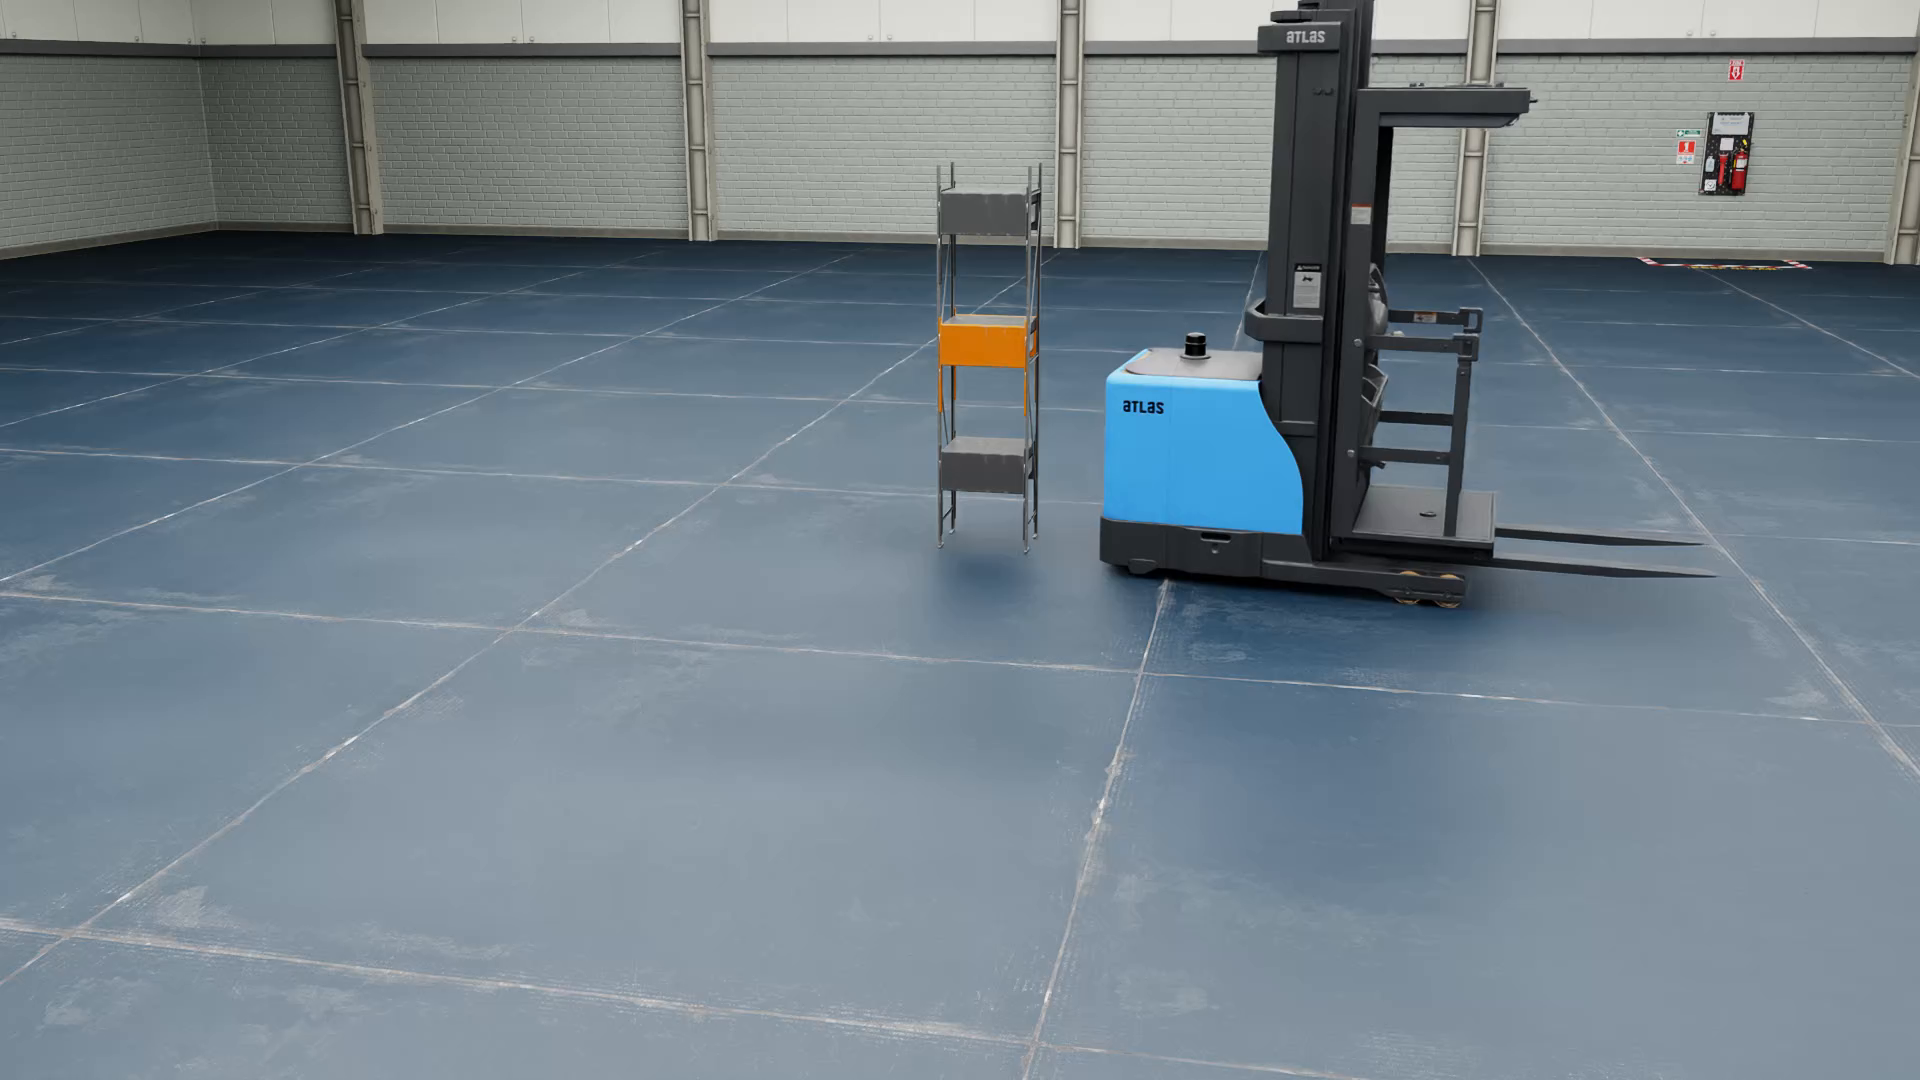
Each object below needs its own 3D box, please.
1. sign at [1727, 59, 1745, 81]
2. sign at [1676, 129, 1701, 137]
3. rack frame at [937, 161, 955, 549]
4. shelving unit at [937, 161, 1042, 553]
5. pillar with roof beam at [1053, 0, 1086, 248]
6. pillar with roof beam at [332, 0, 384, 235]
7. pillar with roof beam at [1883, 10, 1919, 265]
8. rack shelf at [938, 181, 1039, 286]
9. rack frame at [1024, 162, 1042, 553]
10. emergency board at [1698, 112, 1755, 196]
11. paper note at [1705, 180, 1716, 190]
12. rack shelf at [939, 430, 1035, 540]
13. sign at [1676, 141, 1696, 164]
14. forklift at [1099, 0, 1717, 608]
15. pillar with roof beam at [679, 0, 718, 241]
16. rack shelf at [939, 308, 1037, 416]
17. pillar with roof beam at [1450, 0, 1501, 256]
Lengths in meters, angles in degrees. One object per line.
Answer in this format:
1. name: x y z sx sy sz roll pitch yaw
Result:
1. sign: 11.041 -6.682 23.652 0.199 0.298 0.001 3 16 11
2. sign: 10.510 -5.865 23.985 0.331 0.109 0.001 3 16 11
3. rack frame: -0.077 -1.016 9.227 0.015 2.100 0.400 3 16 11
4. shelving unit: 0.162 -1.003 9.180 0.503 2.100 0.431 3 16 11
5. pillar with roof beam: 0.826 -7.800 20.793 0.400 9.000 9.100 3 16 11
6. pillar with roof beam: -10.933 -8.438 23.098 0.400 9.000 9.100 3 16 11
7. pillar with roof beam: 12.585 -7.162 18.489 0.400 9.000 9.100 3 16 11
8. rack shelf: 0.162 -1.665 8.997 0.480 0.518 0.431 3 16 11
9. rack frame: 0.401 -0.990 9.133 0.015 2.100 0.400 3 16 11
10. emergency board: 11.029 -5.538 23.866 0.643 1.169 0.194 3 16 11
11. paper note: 10.869 -5.141 24.083 0.142 0.148 0.016 3 16 11
12. rack shelf: 0.162 -0.315 9.370 0.480 0.518 0.431 3 16 11
13. sign: 10.508 -5.612 24.065 0.234 0.329 0.001 3 16 11
14. forklift: 2.318 -1.233 8.451 3.031 2.935 1.130 5 16 17
15. pillar with roof beam: -5.054 -8.119 21.946 0.400 9.000 9.100 3 16 11
16. rack shelf: 0.162 -0.990 9.184 0.480 0.518 0.431 3 16 11
17. pillar with roof beam: 6.706 -7.481 19.641 0.400 9.000 9.100 3 16 11
